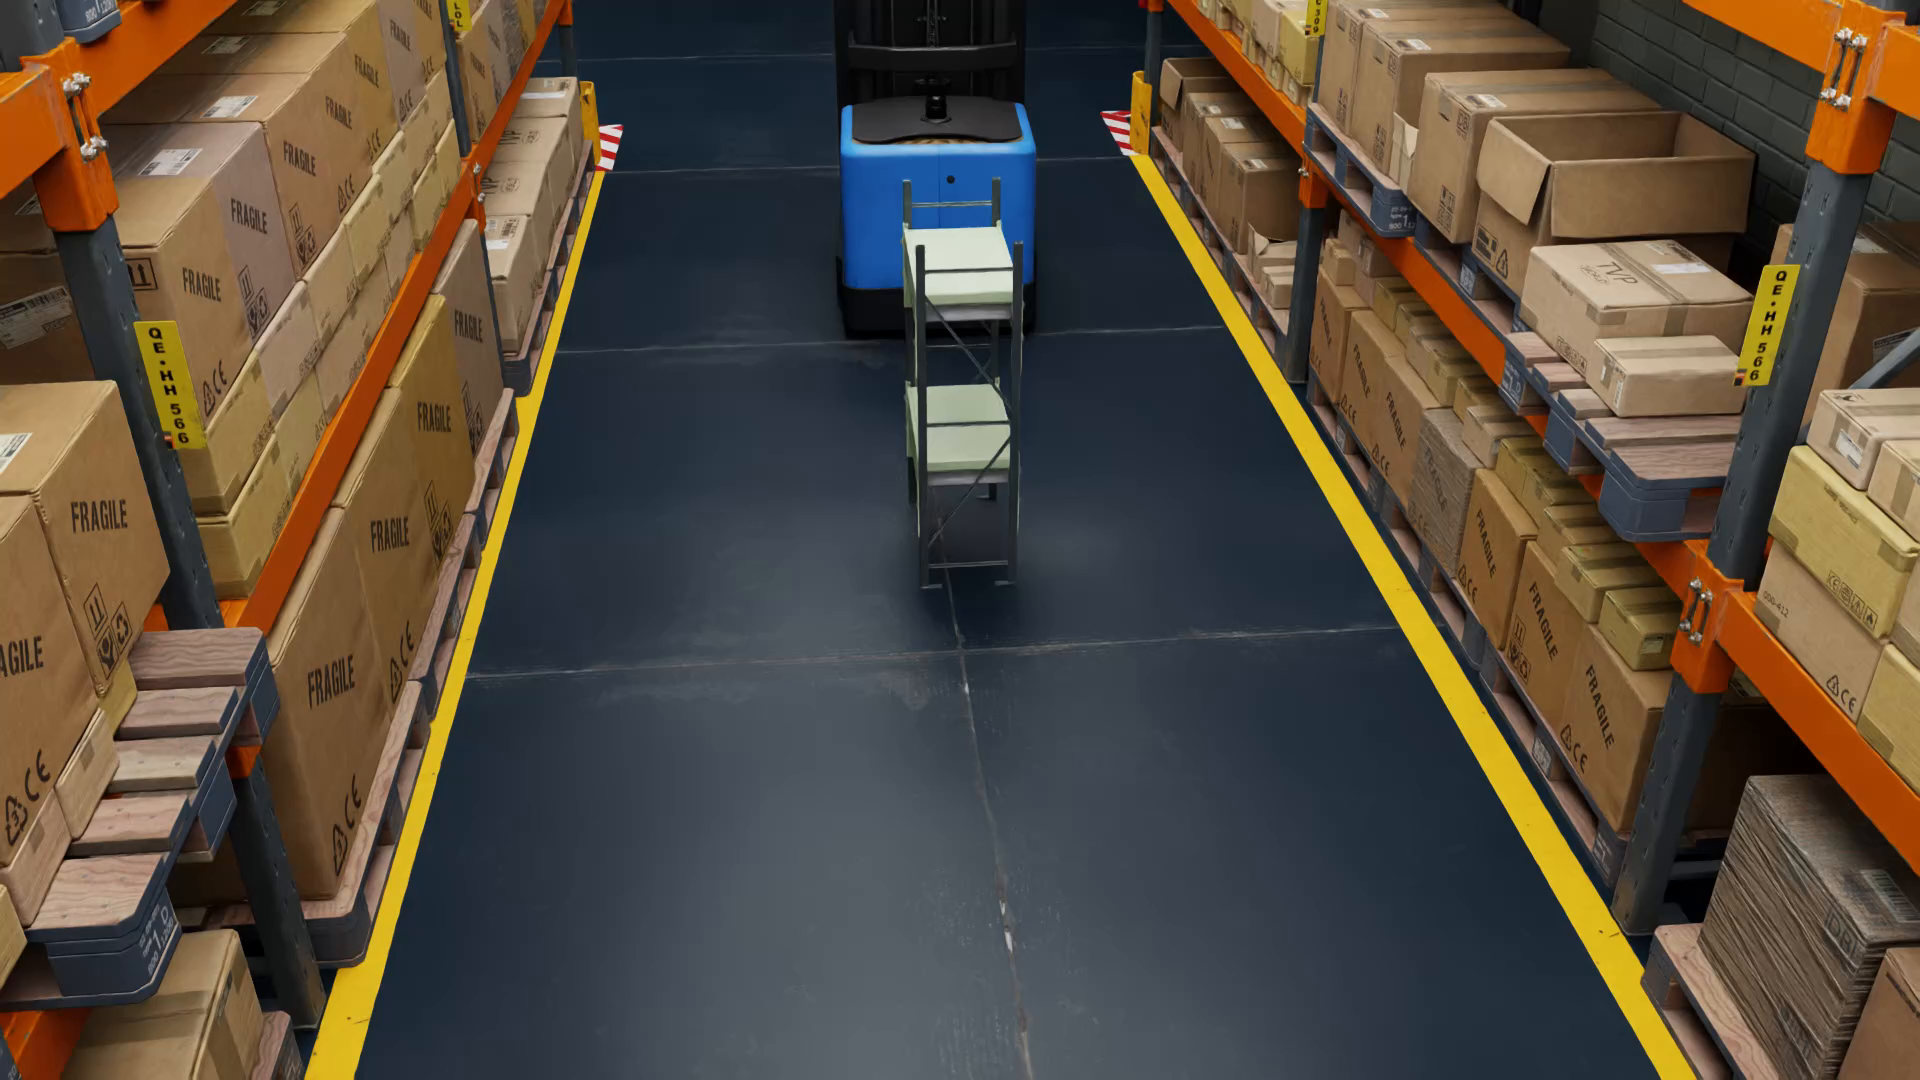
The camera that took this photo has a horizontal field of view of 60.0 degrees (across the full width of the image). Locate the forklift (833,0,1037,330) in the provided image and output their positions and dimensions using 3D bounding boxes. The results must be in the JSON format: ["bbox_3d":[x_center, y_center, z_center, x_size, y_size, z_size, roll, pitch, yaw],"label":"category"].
[{"bbox_3d":[-0.182,-3.118,9.611,1.130,2.935,3.031,-1,31,-2],"label":"forklift"}]

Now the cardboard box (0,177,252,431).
[{"bbox_3d":[-2.181,-0.599,4.255,0.500,0.500,0.500,-4,31,-6],"label":"cardboard box"}]

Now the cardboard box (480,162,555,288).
[{"bbox_3d":[-2.788,-1.769,9.375,0.875,0.438,0.875,-4,31,-6],"label":"cardboard box"}]

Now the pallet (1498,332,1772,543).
[{"bbox_3d":[2.430,-0.363,5.120,1.213,0.211,1.003,-3,31,-5],"label":"pallet"}]

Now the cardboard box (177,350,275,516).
[{"bbox_3d":[-2.180,-0.284,4.459,0.500,0.250,0.500,-3,31,-5],"label":"cardboard box"}]

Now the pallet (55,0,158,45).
[{"bbox_3d":[-2.491,-1.396,3.921,1.213,0.211,1.003,-1,31,-2],"label":"pallet"}]

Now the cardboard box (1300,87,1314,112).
[{"bbox_3d":[1.908,-2.188,8.233,0.380,0.149,0.250,-2,31,-4],"label":"cardboard box"}]

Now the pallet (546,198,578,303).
[{"bbox_3d":[-2.862,-1.725,9.931,1.003,0.211,1.213,-3,31,-5],"label":"pallet"}]

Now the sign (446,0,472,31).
[{"bbox_3d":[-2.213,-2.400,7.290,0.100,0.325,0.005,-3,31,-5],"label":"sign"}]

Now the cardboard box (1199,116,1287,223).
[{"bbox_3d":[1.770,-2.265,10.145,0.500,0.500,0.500,-2,31,-4],"label":"cardboard box"}]

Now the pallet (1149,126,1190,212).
[{"bbox_3d":[1.898,-2.544,11.304,1.003,0.211,1.213,-3,31,-5],"label":"pallet"}]

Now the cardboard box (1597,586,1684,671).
[{"bbox_3d":[2.265,0.271,5.266,0.380,0.149,0.250,-4,31,-7],"label":"cardboard box"}]

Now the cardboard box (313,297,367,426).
[{"bbox_3d":[-2.282,-0.590,5.459,0.500,0.250,0.500,-2,31,-3],"label":"cardboard box"}]

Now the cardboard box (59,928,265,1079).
[{"bbox_3d":[-2.335,1.374,4.178,0.950,0.372,0.625,-5,31,-8],"label":"cardboard box"}]

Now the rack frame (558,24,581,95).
[{"bbox_3d":[-3.126,-3.948,10.934,1.000,3.000,0.127,-3,31,-5],"label":"rack frame"}]

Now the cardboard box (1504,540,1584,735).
[{"bbox_3d":[2.274,0.328,5.803,0.500,0.500,0.500,-3,31,-5],"label":"cardboard box"}]

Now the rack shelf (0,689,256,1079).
[{"bbox_3d":[-2.191,1.467,2.571,1.077,0.370,4.000,-3,31,-5],"label":"rack shelf"}]

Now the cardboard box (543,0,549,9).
[{"bbox_3d":[-2.785,-3.500,10.087,0.500,0.500,0.500,-3,31,-6],"label":"cardboard box"}]

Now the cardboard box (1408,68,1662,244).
[{"bbox_3d":[2.134,-1.446,6.238,0.700,0.500,0.500,-3,31,-5],"label":"cardboard box"}]

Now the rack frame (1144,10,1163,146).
[{"bbox_3d":[1.816,-4.187,11.335,1.000,3.000,0.127,-3,31,-5],"label":"rack frame"}]

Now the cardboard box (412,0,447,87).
[{"bbox_3d":[-2.460,-2.162,6.871,0.500,0.500,0.500,-2,31,-3],"label":"cardboard box"}]

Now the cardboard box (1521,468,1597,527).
[{"bbox_3d":[2.249,-0.140,5.955,0.380,0.149,0.250,-2,31,-3],"label":"cardboard box"}]

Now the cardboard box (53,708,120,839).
[{"bbox_3d":[-1.948,0.480,3.356,0.380,0.149,0.250,-3,31,-5],"label":"cardboard box"}]

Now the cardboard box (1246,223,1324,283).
[{"bbox_3d":[1.812,-1.604,9.267,0.396,0.266,0.258,-2,31,-3],"label":"cardboard box"}]

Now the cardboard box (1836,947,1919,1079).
[{"bbox_3d":[2.677,1.389,3.906,0.875,0.625,0.625,-2,31,-3],"label":"cardboard box"}]

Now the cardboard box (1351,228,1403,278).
[{"bbox_3d":[2.030,-1.332,7.661,0.380,0.149,0.250,-4,31,-7],"label":"cardboard box"}]

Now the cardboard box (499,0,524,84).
[{"bbox_3d":[-2.618,-2.712,8.767,0.500,0.500,0.500,-3,31,-4],"label":"cardboard box"}]

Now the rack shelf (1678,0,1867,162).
[{"bbox_3d":[2.377,-2.103,5.622,1.077,0.370,4.000,-3,31,-5],"label":"rack shelf"}]

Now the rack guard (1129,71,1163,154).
[{"bbox_3d":[1.823,-3.075,11.911,1.175,0.500,0.348,-3,31,-5],"label":"rack guard"}]

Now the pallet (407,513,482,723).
[{"bbox_3d":[-2.488,0.306,6.531,1.003,0.211,1.213,-3,31,-5],"label":"pallet"}]

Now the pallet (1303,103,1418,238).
[{"bbox_3d":[2.156,-1.650,7.274,1.003,0.211,1.213,-3,31,-5],"label":"pallet"}]

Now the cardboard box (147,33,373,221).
[{"bbox_3d":[-2.313,-1.374,5.553,0.500,0.500,0.500,-2,31,-4],"label":"cardboard box"}]

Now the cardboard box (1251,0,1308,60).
[{"bbox_3d":[1.838,-2.712,8.721,0.500,0.250,0.500,-3,31,-4],"label":"cardboard box"}]

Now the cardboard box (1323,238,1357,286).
[{"bbox_3d":[1.958,-1.335,7.955,0.380,0.149,0.250,-1,31,-2],"label":"cardboard box"}]

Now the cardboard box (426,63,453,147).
[{"bbox_3d":[-2.469,-1.842,7.068,0.500,0.250,0.500,-3,31,-5],"label":"cardboard box"}]

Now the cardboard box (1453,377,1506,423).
[{"bbox_3d":[2.197,-0.535,6.616,0.380,0.149,0.250,-3,31,-4],"label":"cardboard box"}]

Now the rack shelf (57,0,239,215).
[{"bbox_3d":[-2.565,-1.863,5.221,1.077,0.370,4.000,-3,31,-5],"label":"rack shelf"}]

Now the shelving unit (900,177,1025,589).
[{"bbox_3d":[0.001,-0.640,6.860,0.431,1.500,0.755,-3,31,-5],"label":"shelving unit"}]

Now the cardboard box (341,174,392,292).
[{"bbox_3d":[-2.295,-1.063,5.763,0.500,0.250,0.500,-2,31,-4],"label":"cardboard box"}]

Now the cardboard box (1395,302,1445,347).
[{"bbox_3d":[2.136,-0.927,7.273,0.380,0.149,0.250,-3,31,-5],"label":"cardboard box"}]

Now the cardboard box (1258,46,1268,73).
[{"bbox_3d":[1.817,-2.587,8.900,0.380,0.149,0.250,-2,31,-3],"label":"cardboard box"}]

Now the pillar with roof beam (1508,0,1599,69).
[{"bbox_3d":[-1.264,-4.913,6.700,9.100,9.000,0.400,-3,31,-5],"label":"pillar with roof beam"}]

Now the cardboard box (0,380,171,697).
[{"bbox_3d":[-2.059,0.005,3.520,0.500,0.500,0.500,-4,31,-6],"label":"cardboard box"}]

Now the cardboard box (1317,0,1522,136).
[{"bbox_3d":[2.012,-2.111,7.352,0.700,0.500,0.500,-2,31,-3],"label":"cardboard box"}]

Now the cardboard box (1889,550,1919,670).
[{"bbox_3d":[2.407,0.241,3.581,0.500,0.250,0.500,-2,31,-3],"label":"cardboard box"}]

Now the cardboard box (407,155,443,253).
[{"bbox_3d":[-2.413,-1.364,6.755,0.500,0.250,0.500,-3,31,-5],"label":"cardboard box"}]

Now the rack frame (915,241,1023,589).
[{"bbox_3d":[0.035,-0.454,6.547,0.400,1.500,0.023,-3,31,-5],"label":"rack frame"}]

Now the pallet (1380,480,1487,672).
[{"bbox_3d":[2.420,0.090,6.894,1.003,0.211,1.213,-3,31,-5],"label":"pallet"}]

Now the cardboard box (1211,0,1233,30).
[{"bbox_3d":[1.689,-3.105,9.768,0.380,0.149,0.250,-2,31,-3],"label":"cardboard box"}]

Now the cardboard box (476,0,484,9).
[{"bbox_3d":[-2.596,-2.891,8.092,0.500,0.500,0.500,-3,31,-5],"label":"cardboard box"}]

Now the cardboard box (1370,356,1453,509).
[{"bbox_3d":[2.113,-0.468,7.137,0.500,0.500,0.500,-4,31,-6],"label":"cardboard box"}]

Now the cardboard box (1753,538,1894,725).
[{"bbox_3d":[2.362,0.200,4.137,0.500,0.250,0.500,-3,31,-4],"label":"cardboard box"}]

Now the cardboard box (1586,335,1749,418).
[{"bbox_3d":[2.120,-0.492,4.985,0.380,0.149,0.250,-2,31,-4],"label":"cardboard box"}]

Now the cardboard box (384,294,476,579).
[{"bbox_3d":[-2.522,-0.400,6.657,0.875,0.875,0.875,-2,31,-3],"label":"cardboard box"}]
